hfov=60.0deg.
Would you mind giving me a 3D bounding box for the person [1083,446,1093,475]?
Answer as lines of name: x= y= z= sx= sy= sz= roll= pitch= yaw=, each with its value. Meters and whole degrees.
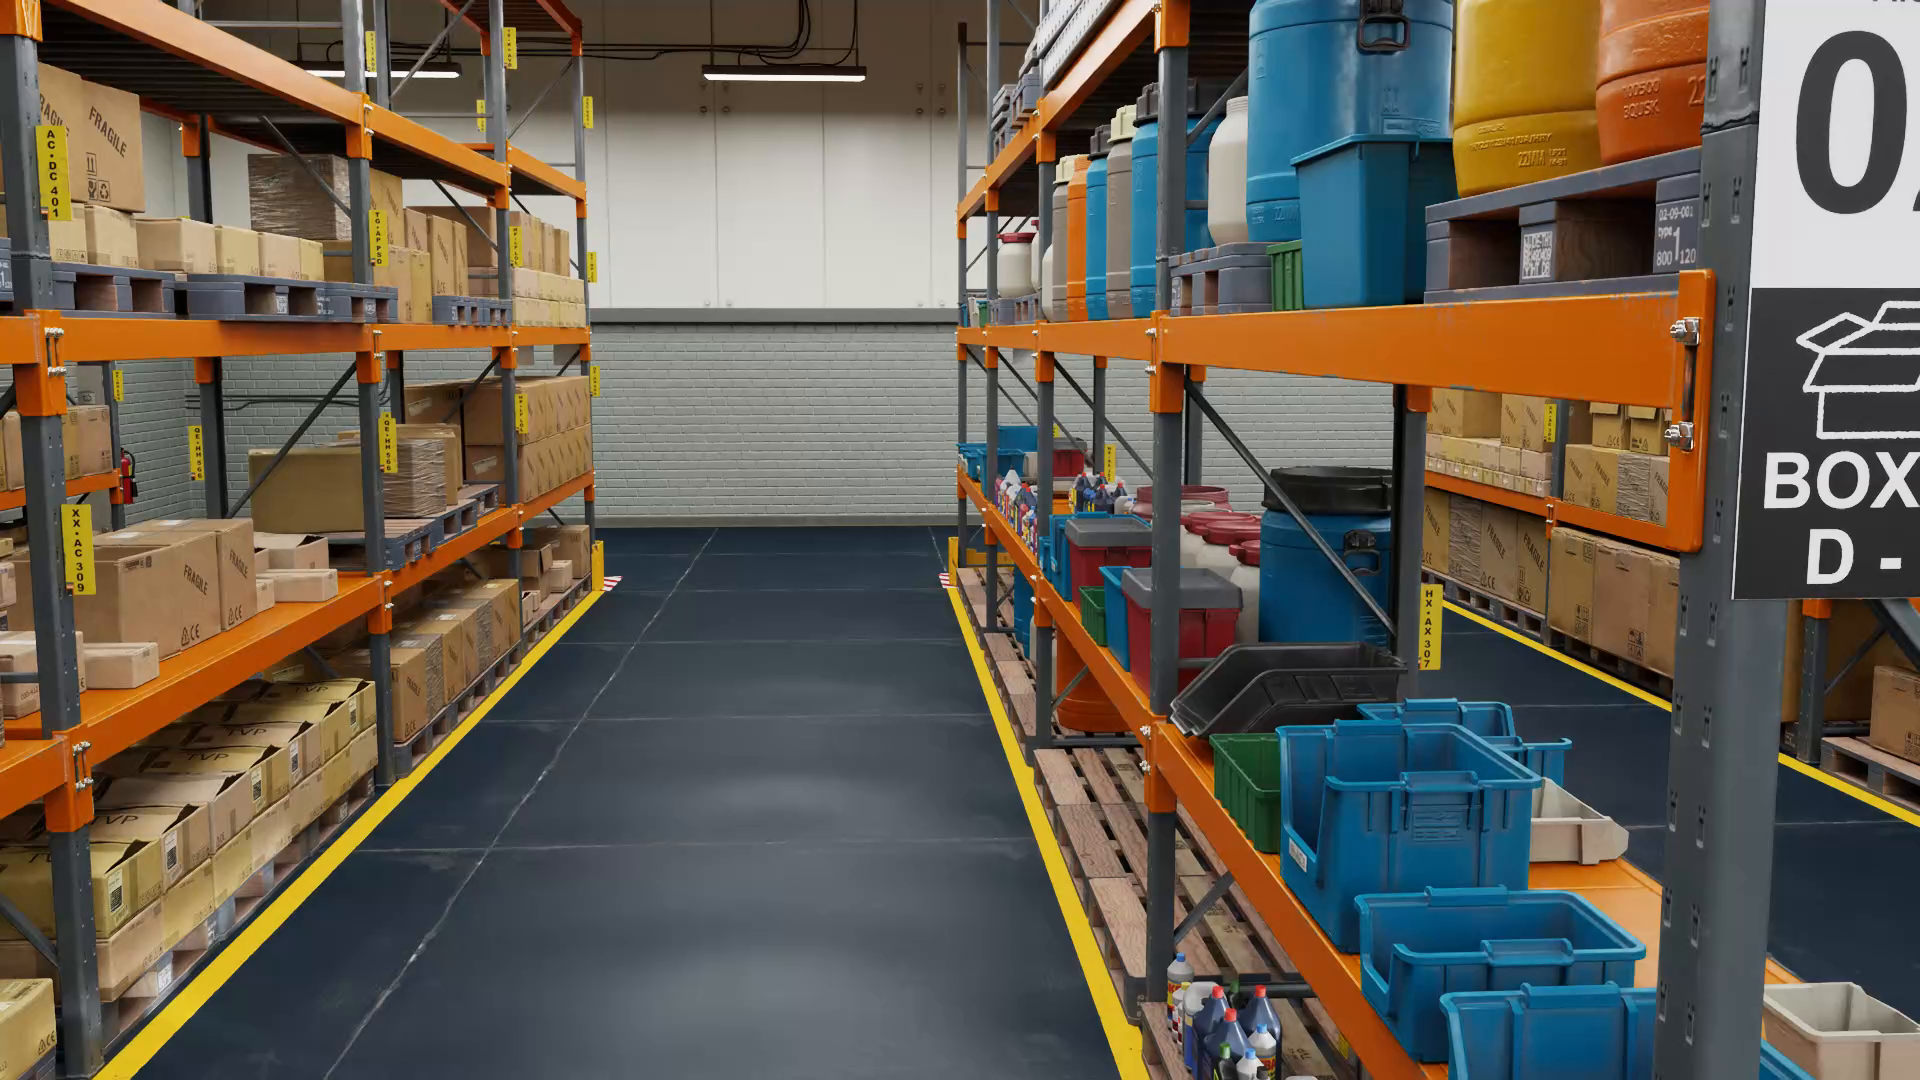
person: x=1.324 y=-0.129 z=16.873 sx=0.317 sy=1.642 sz=0.503 roll=2 pitch=7 yaw=17
